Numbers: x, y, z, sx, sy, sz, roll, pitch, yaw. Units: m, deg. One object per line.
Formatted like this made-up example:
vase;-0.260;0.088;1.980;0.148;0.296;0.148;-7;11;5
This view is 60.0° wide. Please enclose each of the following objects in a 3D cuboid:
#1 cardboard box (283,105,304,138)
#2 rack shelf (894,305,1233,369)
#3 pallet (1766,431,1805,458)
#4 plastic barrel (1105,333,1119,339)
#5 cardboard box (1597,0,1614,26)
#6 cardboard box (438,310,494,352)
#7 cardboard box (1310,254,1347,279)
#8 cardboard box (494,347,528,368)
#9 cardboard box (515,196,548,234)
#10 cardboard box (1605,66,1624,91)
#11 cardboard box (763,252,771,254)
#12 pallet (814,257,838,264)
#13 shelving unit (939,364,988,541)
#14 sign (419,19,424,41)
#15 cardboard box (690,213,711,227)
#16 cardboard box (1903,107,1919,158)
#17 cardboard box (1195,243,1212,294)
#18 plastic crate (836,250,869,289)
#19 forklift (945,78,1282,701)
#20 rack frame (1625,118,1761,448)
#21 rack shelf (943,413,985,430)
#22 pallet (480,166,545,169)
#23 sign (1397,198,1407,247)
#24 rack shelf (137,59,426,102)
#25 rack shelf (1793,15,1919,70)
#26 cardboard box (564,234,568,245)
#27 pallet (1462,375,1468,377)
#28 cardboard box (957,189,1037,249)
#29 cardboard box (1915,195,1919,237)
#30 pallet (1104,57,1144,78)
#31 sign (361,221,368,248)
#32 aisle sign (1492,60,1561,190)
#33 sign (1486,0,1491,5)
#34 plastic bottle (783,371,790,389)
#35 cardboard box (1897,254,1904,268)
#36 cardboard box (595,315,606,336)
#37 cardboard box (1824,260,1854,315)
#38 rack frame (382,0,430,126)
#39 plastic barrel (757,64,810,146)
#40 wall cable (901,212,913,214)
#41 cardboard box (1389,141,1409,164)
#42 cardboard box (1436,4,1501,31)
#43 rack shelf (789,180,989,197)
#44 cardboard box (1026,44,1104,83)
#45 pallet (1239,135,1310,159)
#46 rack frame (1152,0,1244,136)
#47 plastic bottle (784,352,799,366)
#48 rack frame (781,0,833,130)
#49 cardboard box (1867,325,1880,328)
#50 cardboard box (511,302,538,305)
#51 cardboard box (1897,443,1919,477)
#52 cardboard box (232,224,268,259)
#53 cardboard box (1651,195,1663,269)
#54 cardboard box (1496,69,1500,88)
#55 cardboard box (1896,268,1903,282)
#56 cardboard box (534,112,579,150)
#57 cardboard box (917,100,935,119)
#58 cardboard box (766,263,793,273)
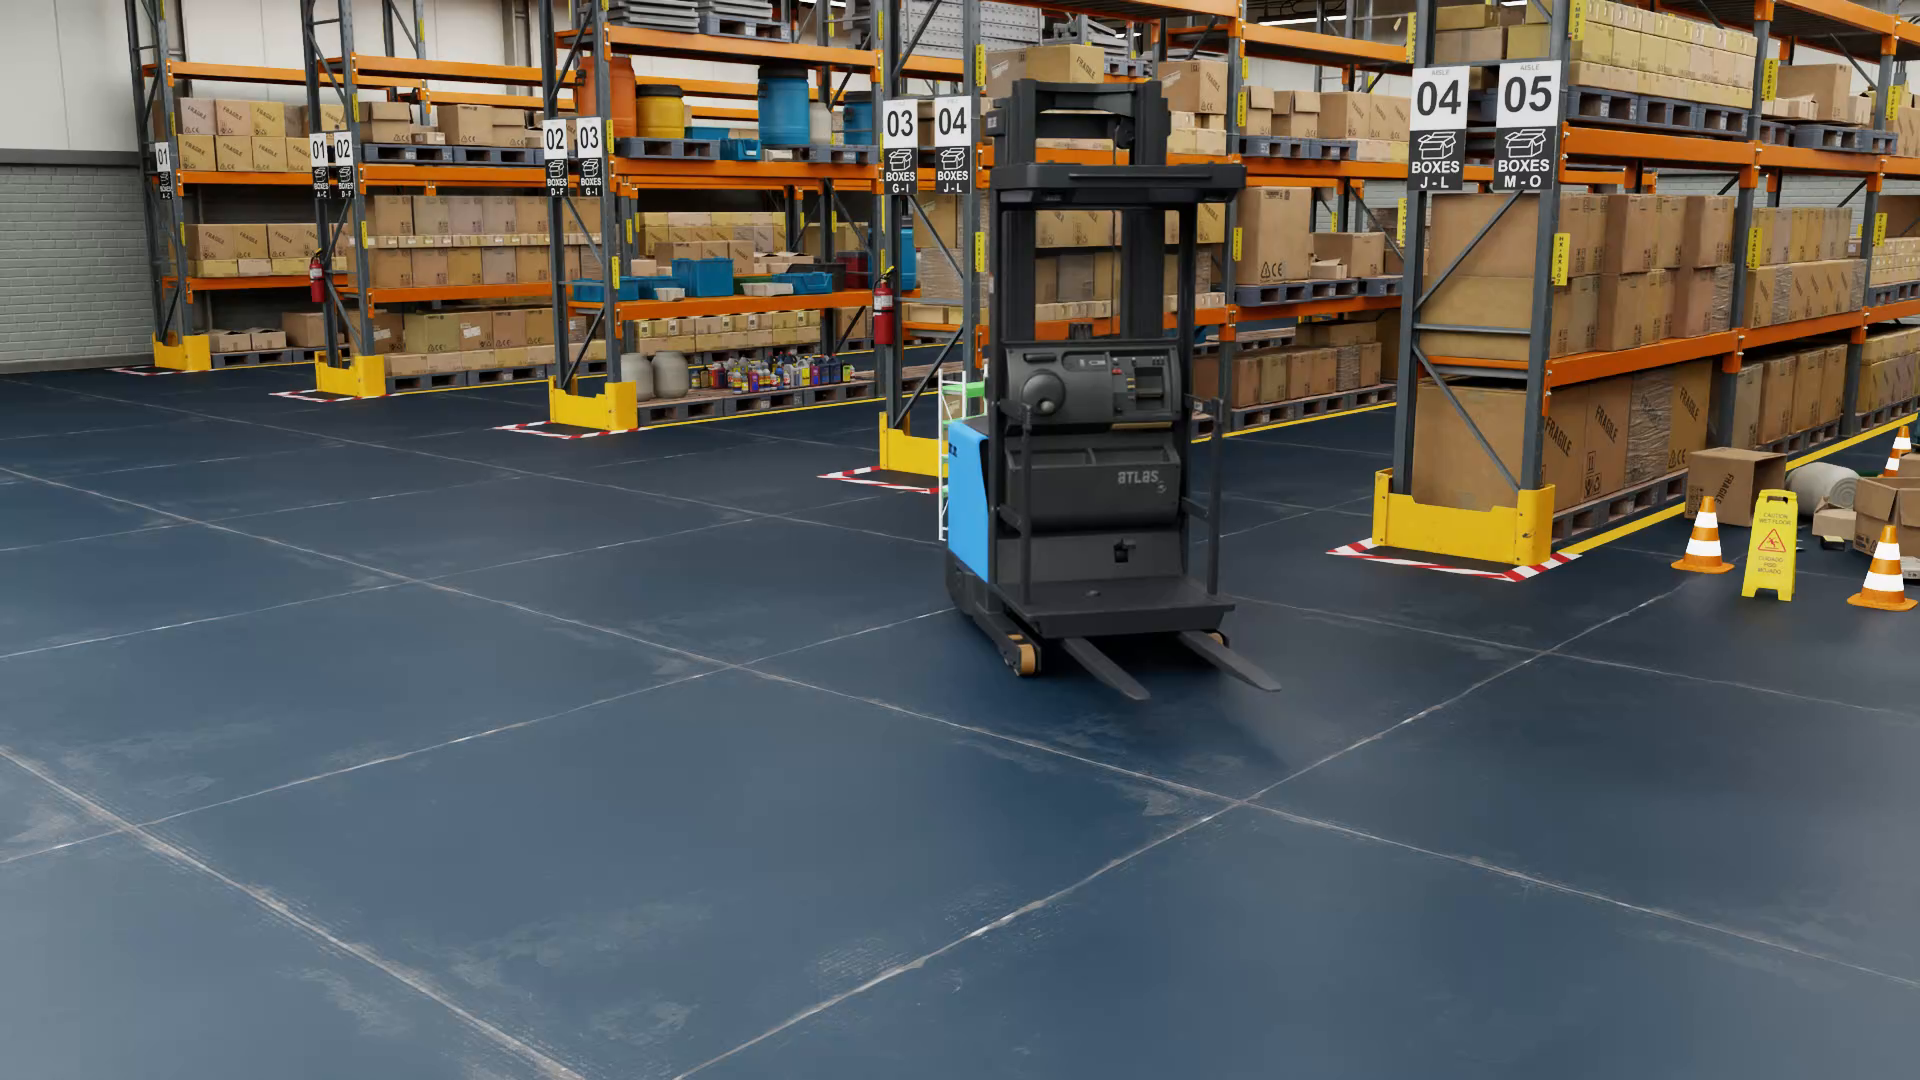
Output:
cardboard box;-10.287;-6.318;25.167;0.500;0.500;0.500;10;15;40
rack shelf;1.076;-1.996;15.884;1.077;0.370;4.000;10;15;40
pallet;7.313;-0.923;15.795;1.003;0.211;1.213;10;15;40
plastic barrel;2.372;-3.136;24.838;0.600;0.588;0.708;10;15;40
cardboard box;4.041;-3.437;10.881;0.380;0.149;0.250;10;15;41
cardboard box;-6.513;-2.761;21.908;0.500;0.500;0.500;10;15;40
cardboard box;4.139;-3.092;18.802;0.396;0.266;0.258;9;15;39
cardboard box;-6.170;-2.464;22.339;0.500;0.250;0.500;10;15;40
cardboard box;-5.994;-4.396;22.493;0.700;0.500;0.500;10;15;40
cardboard box;4.215;-3.085;11.153;0.380;0.149;0.250;10;15;41
cardboard box;-3.849;-5.469;32.027;0.380;0.149;0.250;10;15;42
pallet;-2.007;-4.528;27.212;1.213;0.211;1.003;10;15;40
shelving unit;0.109;-0.613;11.716;0.258;1.200;0.503;10;15;40
sign;-8.371;-7.930;25.855;0.100;0.325;0.005;10;15;40
cardboard box;-4.951;-5.912;30.673;0.500;0.250;0.500;10;15;41
cardboard box;9.597;-4.220;17.266;0.500;0.500;0.500;10;15;40
cardboard box;2.053;-2.780;16.957;0.875;0.500;0.500;10;15;40
plastic crate;-1.234;-3.426;21.042;0.402;0.464;0.583;10;15;40
forklift;0.745;-0.837;8.417;1.130;2.935;3.031;-3;12;-13
rack frame;6.055;-1.987;14.002;1.000;3.000;0.127;10;15;40
rack shelf;0.109;-0.785;11.681;0.258;0.148;0.480;10;15;40
pallet;-7.596;-6.173;27.783;1.213;0.211;1.003;10;15;40
sign;3.017;-2.155;11.280;0.100;0.325;0.005;10;15;40
rack shelf;-10.086;-6.858;24.916;1.077;0.370;4.000;10;15;40
rack shelf;10.016;-5.263;17.944;1.077;0.370;4.000;10;15;40
cardboard box;-5.569;-4.110;22.721;0.380;0.149;0.250;10;15;40
pallet;6.419;-2.149;21.933;1.003;0.211;1.213;10;15;40
cardboard box;0.324;-2.786;14.432;0.500;0.500;0.500;10;15;40
cardboard box;11.817;-3.884;19.933;0.500;0.500;0.500;10;15;42
pallet;1.816;-6.627;23.421;1.213;0.211;1.003;10;15;40
sign;-7.270;-3.727;20.300;0.100;0.325;0.005;10;15;40
aisle sign;3.593;-2.624;10.554;0.394;0.787;0.004;10;15;40
sign;7.276;-7.373;22.863;0.100;0.325;0.005;10;15;40
plastic bottle;-2.040;-1.875;19.462;0.097;0.201;0.097;0;11;0
cardboard box;10.015;-3.039;18.078;0.380;0.149;0.250;10;15;40
cardboard box;-4.991;-3.154;24.360;0.500;0.311;0.500;10;15;40
cardboard box;8.270;-2.451;16.067;0.500;0.500;0.500;10;15;40
rack frame;-8.766;-7.506;26.319;1.000;3.000;0.127;10;15;40
plastic barrel;-2.062;-5.074;19.445;0.600;0.901;0.708;10;15;40
wall cable;-0.710;-7.139;37.202;0.084;1.984;1.851;10;15;40
cardboard box;4.907;-4.528;19.445;0.500;0.250;0.500;10;15;40
cardboard box;3.382;-3.486;11.125;0.380;0.149;0.250;10;15;41
rack shelf;-1.082;-5.926;27.899;1.077;0.370;4.000;10;15;40
cardboard box;0.939;-4.149;14.878;0.500;0.500;0.500;10;15;40
pallet;2.884;-4.099;17.397;1.213;0.211;1.003;10;15;40
rack frame;2.396;-5.585;16.699;1.000;3.000;0.127;10;15;40
plastic bottle;-2.060;-2.117;20.290;0.144;0.351;0.185;10;15;40
rack frame;-2.402;-7.455;26.061;1.000;3.000;0.127;10;15;40
cardboard box;10.300;-2.359;19.258;0.500;0.250;0.500;10;15;42
cardboard box;-7.622;-3.817;28.424;0.700;0.500;0.500;10;15;41
cardboard box;7.069;-0.340;11.784;0.797;0.637;0.503;10;15;40
cardboard box;-10.532;-4.383;24.414;0.500;0.500;0.500;10;15;41
cardboard box;4.707;-2.304;12.447;0.875;0.550;0.500;10;15;40
cardboard box;3.547;-3.131;11.385;0.380;0.149;0.250;10;15;41
cardboard box;10.017;-2.893;18.109;0.380;0.149;0.250;10;15;41
cardboard box;-5.573;-5.679;23.144;0.500;0.500;0.500;-11;15;-43
cardboard box;-0.295;-3.729;14.429;0.380;0.149;0.250;10;15;40
cardboard box;-2.788;-4.222;25.832;0.380;0.149;0.250;10;15;40
